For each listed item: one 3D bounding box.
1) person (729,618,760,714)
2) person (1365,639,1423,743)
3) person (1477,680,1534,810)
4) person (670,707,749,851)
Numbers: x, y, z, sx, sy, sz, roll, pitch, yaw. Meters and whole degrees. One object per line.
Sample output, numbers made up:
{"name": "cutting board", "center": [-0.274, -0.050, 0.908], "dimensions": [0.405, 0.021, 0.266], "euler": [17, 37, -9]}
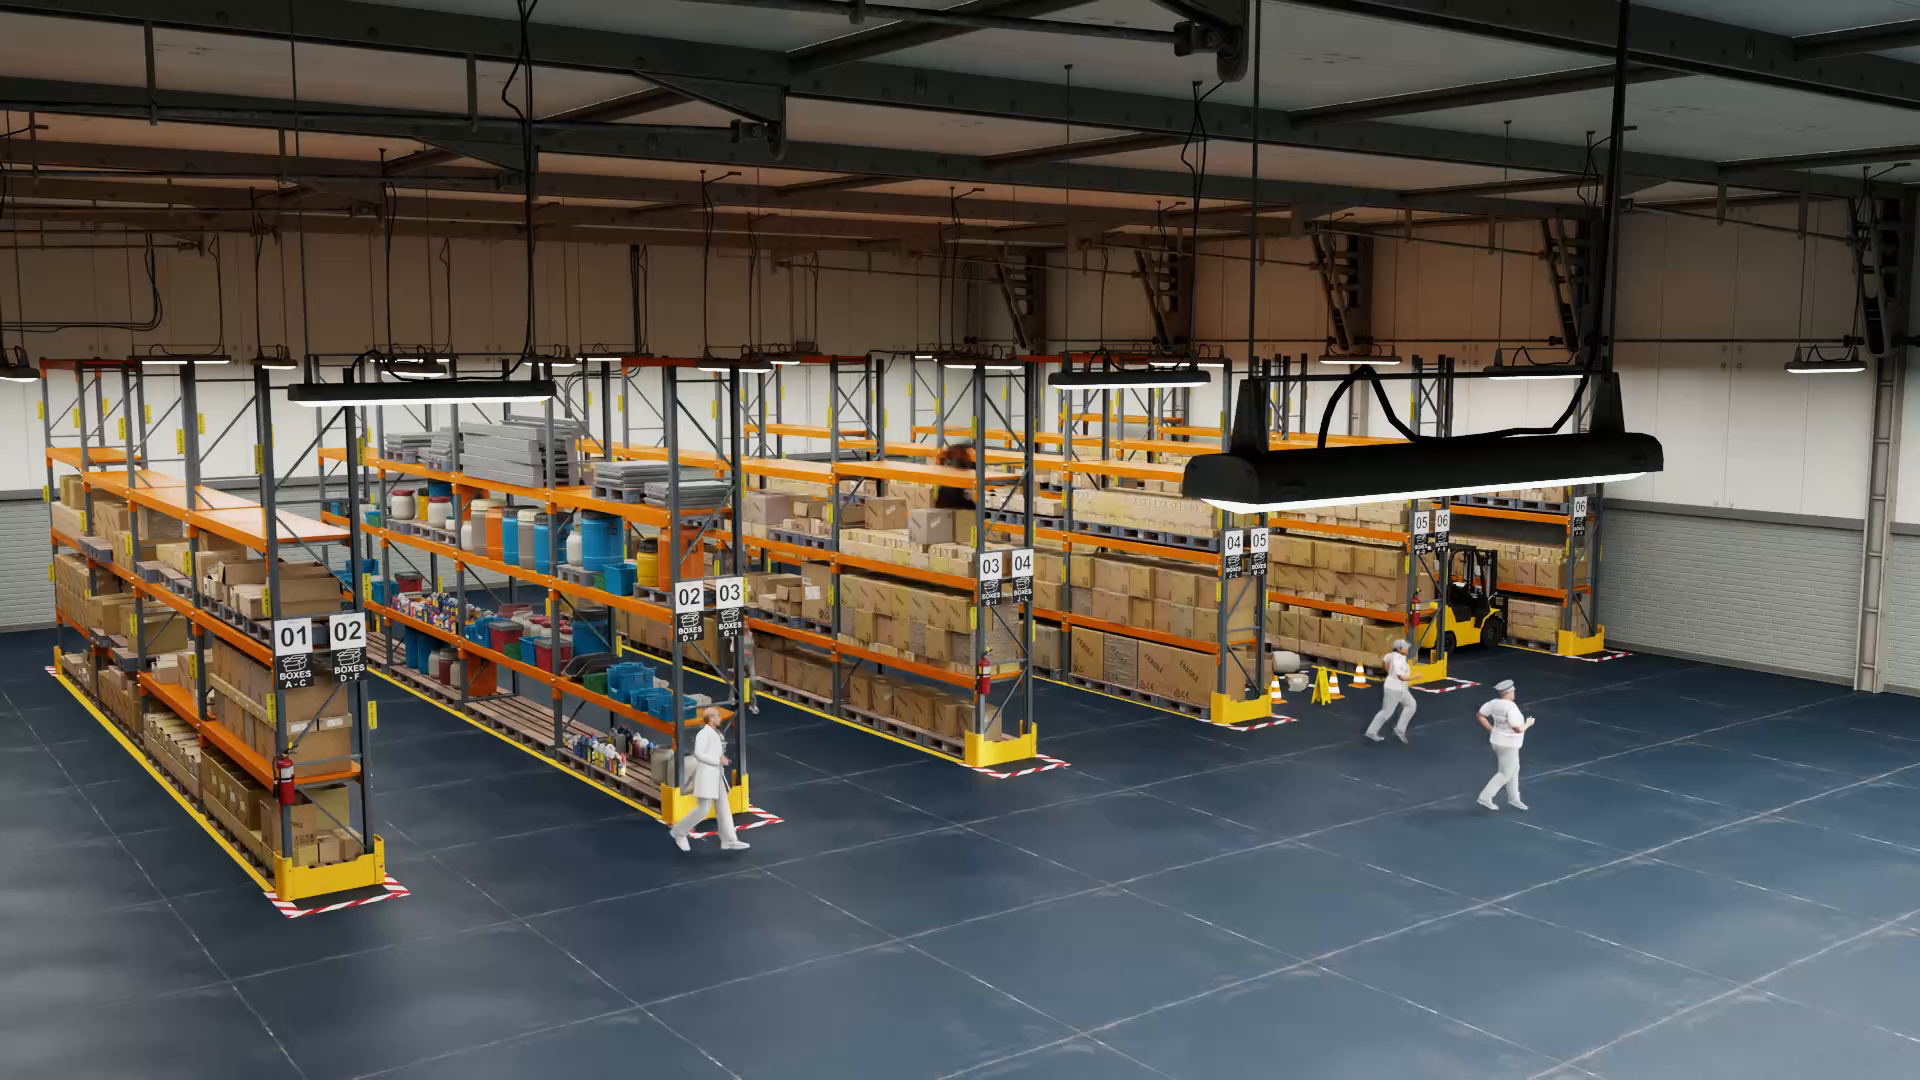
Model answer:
{"name": "person", "center": [-3.714, 2.129, 28.416], "dimensions": [0.529, 1.621, 0.789], "euler": [-5, 9, -38]}
{"name": "person", "center": [6.840, 2.377, 26.165], "dimensions": [0.856, 1.684, 0.613], "euler": [2, 7, 17]}
{"name": "person", "center": [7.304, 2.771, 22.264], "dimensions": [0.834, 1.823, 0.651], "euler": [-1, 7, -11]}
{"name": "person", "center": [-3.056, 2.959, 20.726], "dimensions": [1.033, 1.731, 0.747], "euler": [2, 7, 14]}
